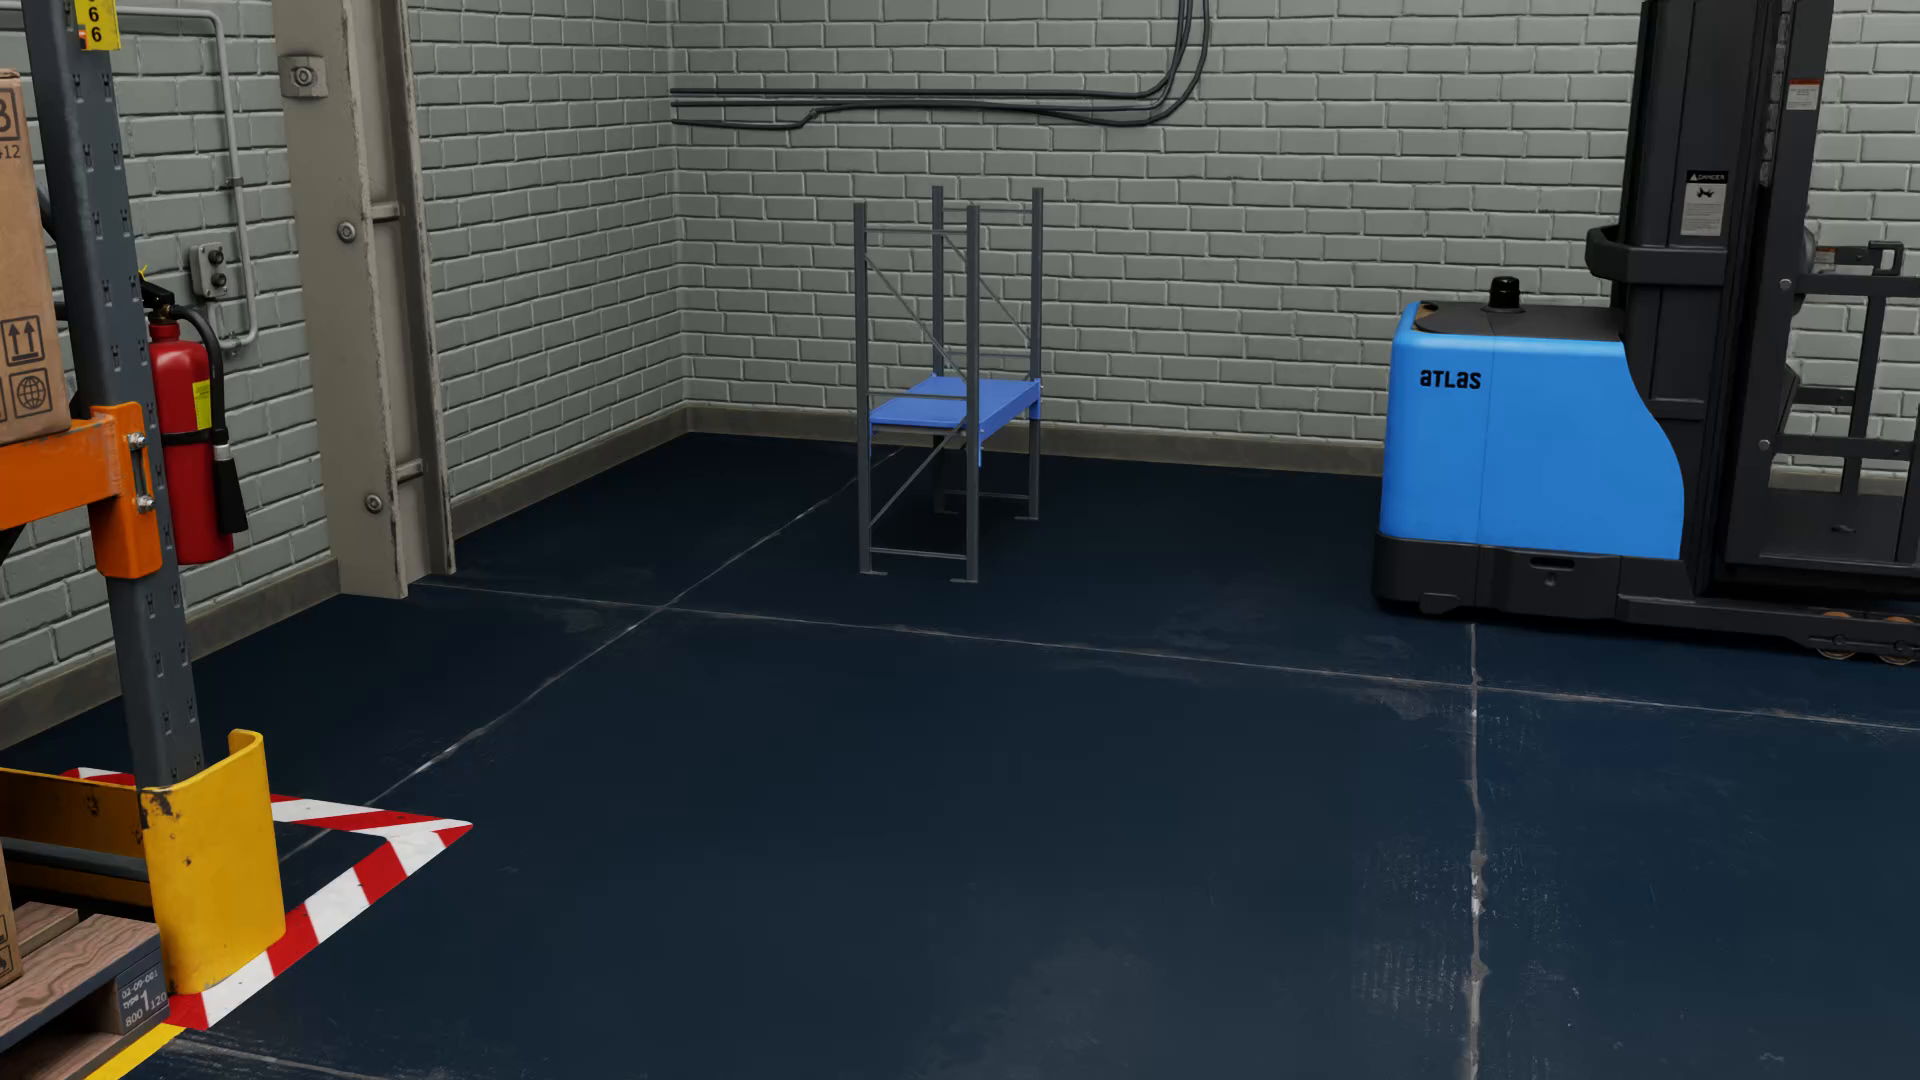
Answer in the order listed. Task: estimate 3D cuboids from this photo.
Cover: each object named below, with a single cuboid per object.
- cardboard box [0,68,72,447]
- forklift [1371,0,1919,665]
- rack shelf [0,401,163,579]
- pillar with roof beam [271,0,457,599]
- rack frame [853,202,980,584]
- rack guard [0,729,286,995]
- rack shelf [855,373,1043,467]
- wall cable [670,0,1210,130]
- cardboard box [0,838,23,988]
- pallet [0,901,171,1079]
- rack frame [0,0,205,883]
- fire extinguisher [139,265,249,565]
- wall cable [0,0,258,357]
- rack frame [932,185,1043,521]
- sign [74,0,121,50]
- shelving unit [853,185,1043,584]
[{"bbox_3d":[-2.356,-0.512,3.087,0.980,0.700,0.700,5,17,18],"label":"cardboard box"},{"bbox_3d":[3.151,-1.136,5.964,3.031,2.935,1.130,5,17,16],"label":"forklift"},{"bbox_3d":[-2.789,0.368,1.854,1.077,0.370,4.000,5,16,16],"label":"rack shelf"},{"bbox_3d":[1.845,-3.827,4.332,9.100,9.000,0.400,5,16,16],"label":"pillar with roof beam"},{"bbox_3d":[-0.169,-0.566,6.577,0.500,1.500,0.032,5,16,16],"label":"rack frame"},{"bbox_3d":[-2.214,0.695,3.964,1.175,0.500,0.348,5,16,16],"label":"rack guard"},{"bbox_3d":[-0.024,-0.526,7.095,0.538,0.185,1.000,5,16,16],"label":"rack shelf"},{"bbox_3d":[-0.271,-3.346,8.325,3.097,2.526,0.112,5,16,16],"label":"wall cable"},{"bbox_3d":[-2.324,0.690,3.212,0.700,0.500,0.500,5,16,16],"label":"cardboard box"},{"bbox_3d":[-2.373,1.055,3.223,1.003,0.211,1.213,5,16,16],"label":"pallet"},{"bbox_3d":[-2.221,-0.502,3.601,1.000,3.000,0.127,5,16,16],"label":"rack frame"},{"bbox_3d":[-1.735,-0.289,3.675,0.296,0.674,0.183,5,16,16],"label":"fire extinguisher"},{"bbox_3d":[-2.764,-1.399,4.902,0.084,1.984,1.851,5,16,16],"label":"wall cable"},{"bbox_3d":[0.120,-0.832,7.515,0.500,1.500,0.032,5,16,16],"label":"rack frame"},{"bbox_3d":[-1.704,-1.127,3.249,0.100,0.325,0.005,5,16,16],"label":"sign"},{"bbox_3d":[-0.024,-0.699,7.046,0.538,1.500,1.048,5,16,16],"label":"shelving unit"}]
